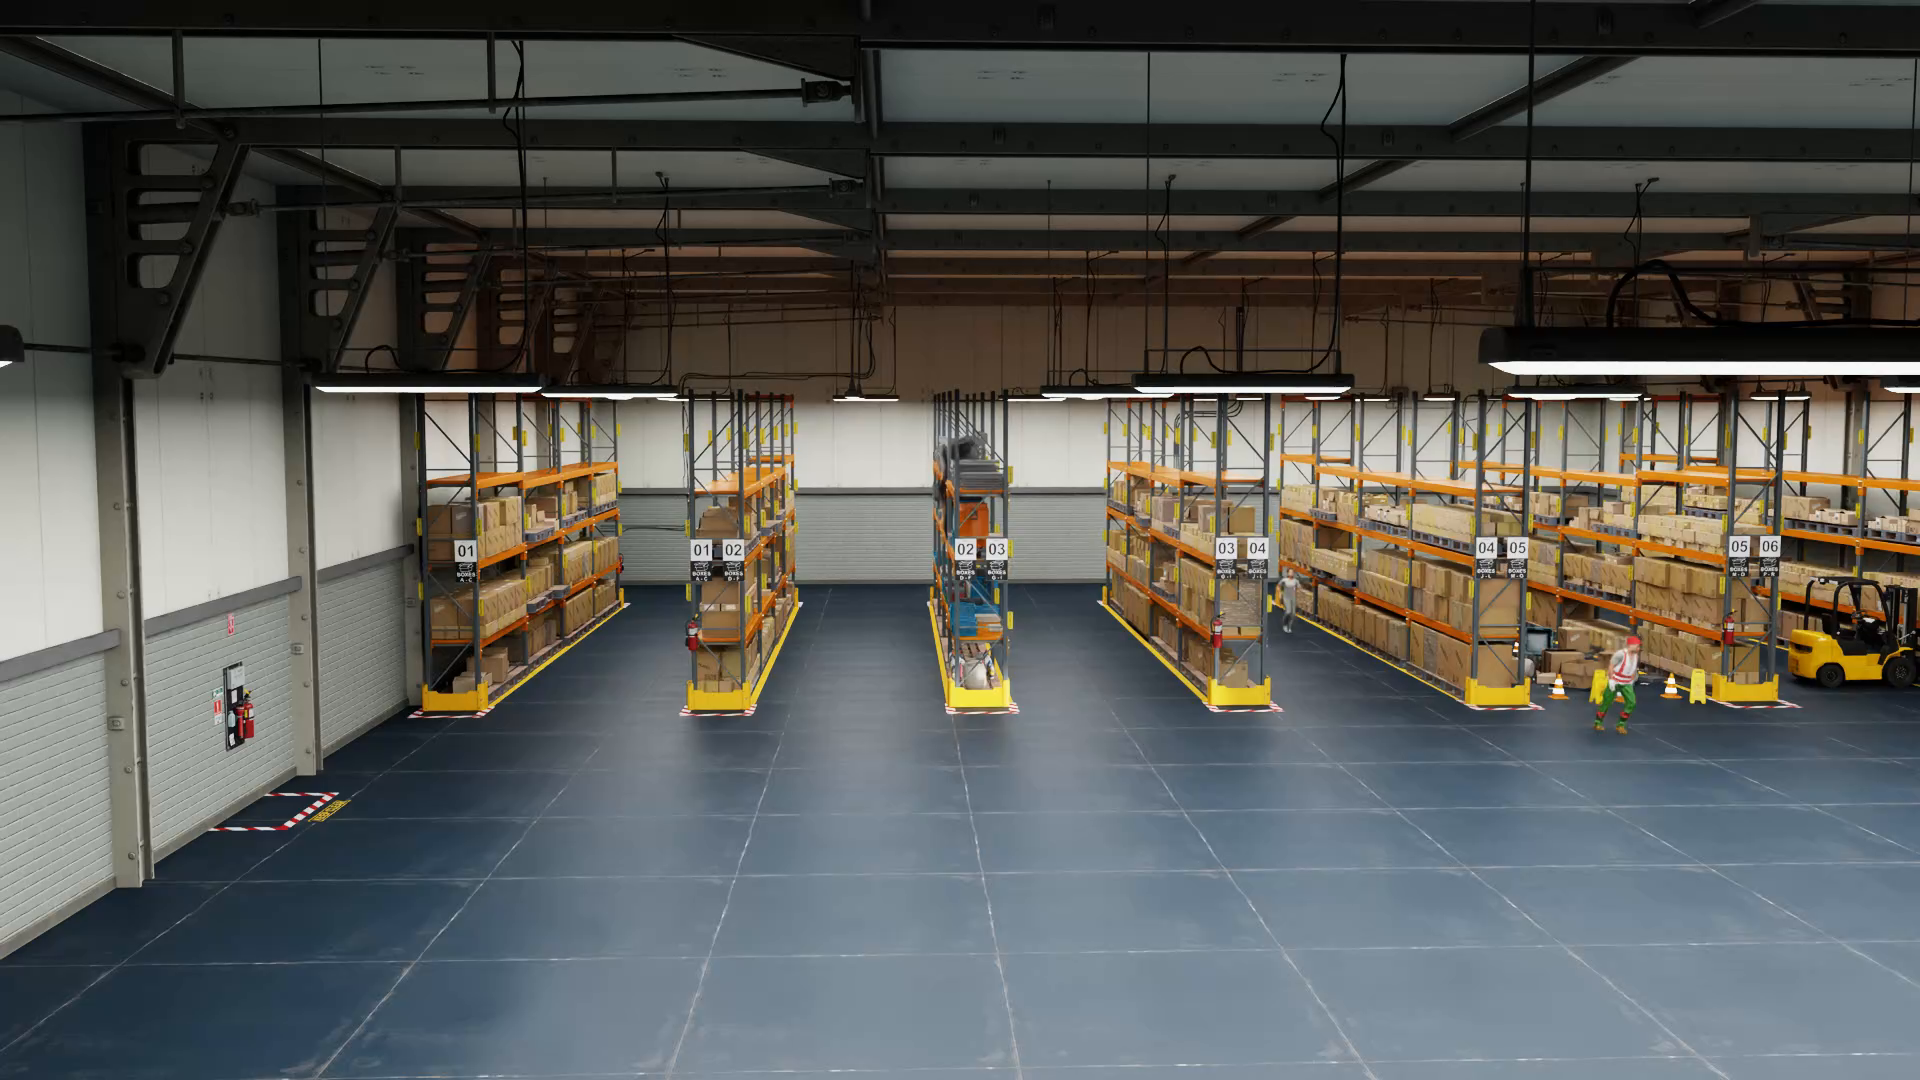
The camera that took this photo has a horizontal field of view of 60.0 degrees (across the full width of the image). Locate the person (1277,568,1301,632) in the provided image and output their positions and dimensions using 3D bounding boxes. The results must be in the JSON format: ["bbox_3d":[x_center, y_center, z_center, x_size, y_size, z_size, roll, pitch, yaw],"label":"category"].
[{"bbox_3d":[8.234,1.504,41.498,0.537,1.631,0.622,-1,5,-6],"label":"person"}]

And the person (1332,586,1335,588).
[{"bbox_3d":[11.404,0.807,49.853,0.872,1.668,0.618,-2,5,-24],"label":"person"}]

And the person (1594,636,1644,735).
[{"bbox_3d":[11.518,2.511,29.013,0.655,1.710,0.695,-2,5,-21],"label":"person"}]
